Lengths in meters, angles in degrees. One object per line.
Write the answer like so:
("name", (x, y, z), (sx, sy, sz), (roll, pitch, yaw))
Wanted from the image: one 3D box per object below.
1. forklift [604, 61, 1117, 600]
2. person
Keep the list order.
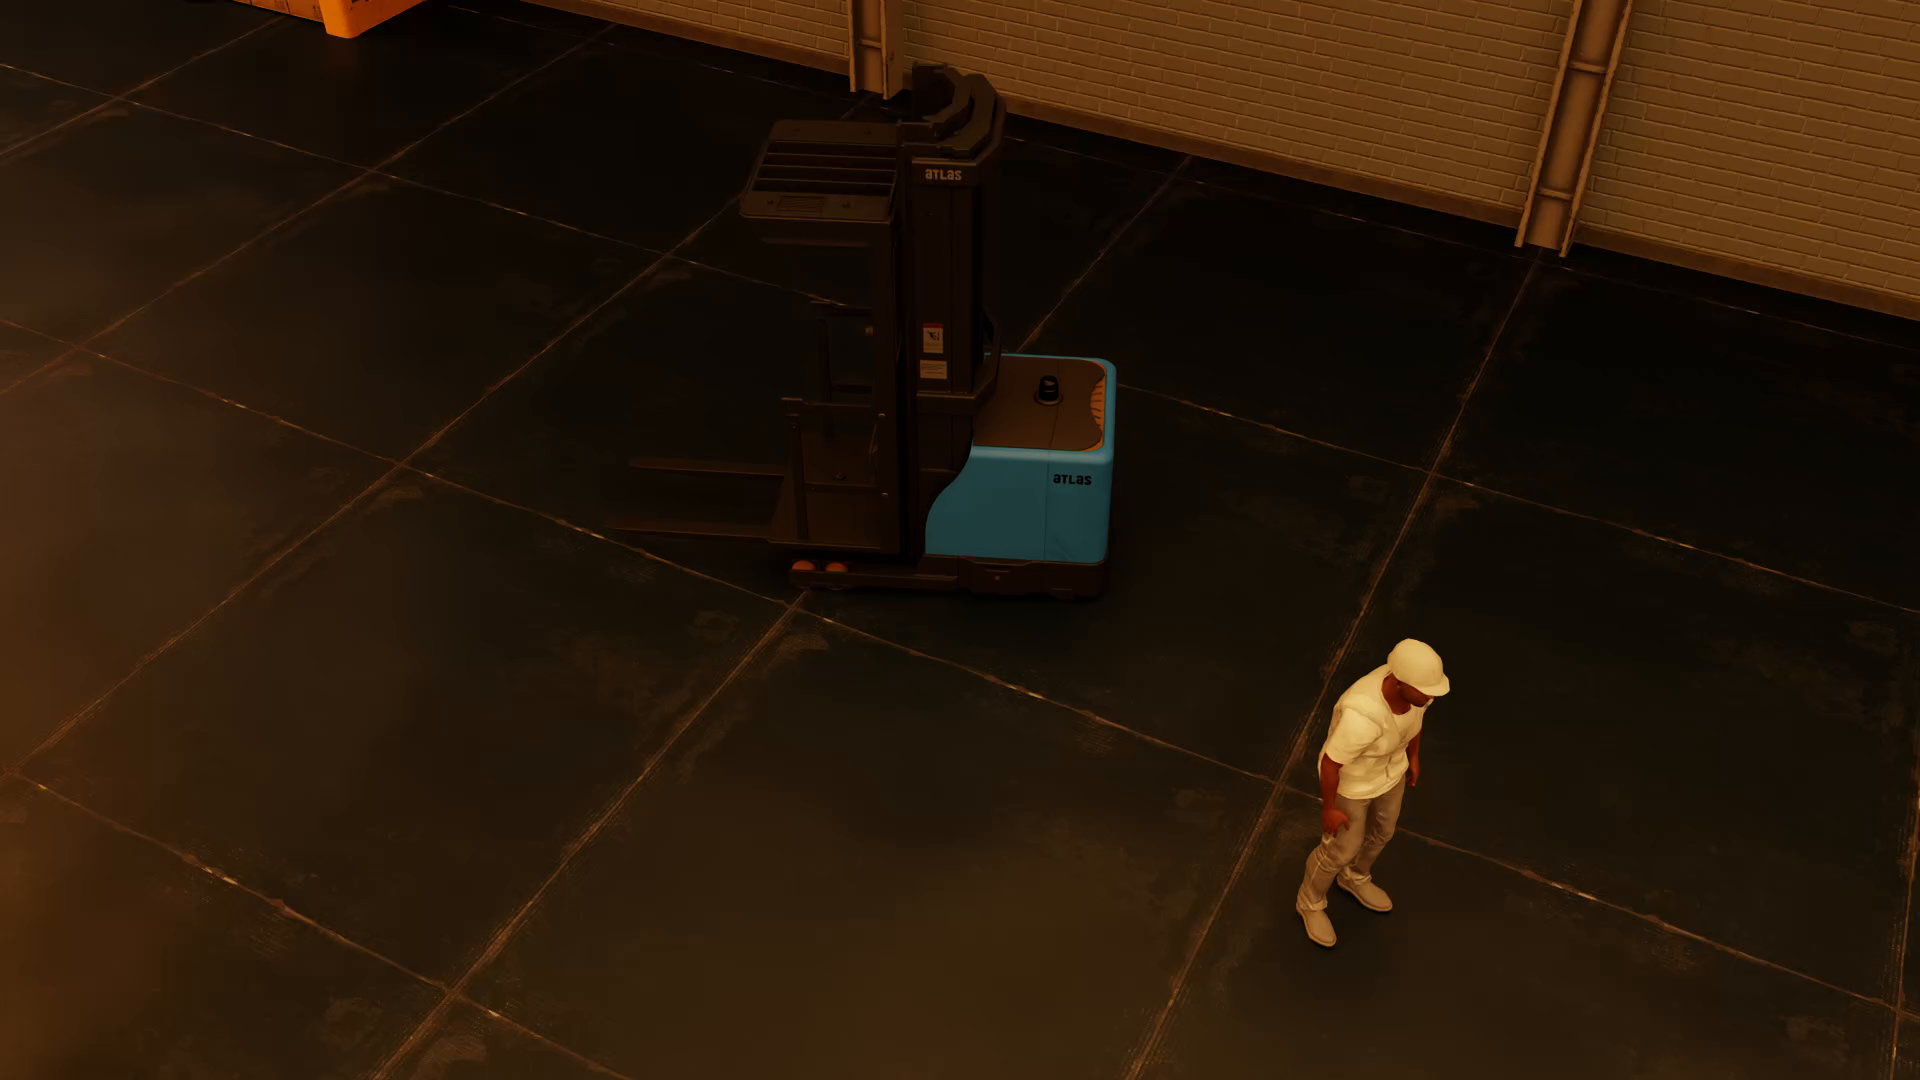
("forklift", (-0.606, -1.157, 9.360), (3.031, 2.935, 1.130), (3, 40, 4))
("person", (1.884, 1.099, 7.594), (0.610, 1.759, 0.460), (-25, 46, -27))
